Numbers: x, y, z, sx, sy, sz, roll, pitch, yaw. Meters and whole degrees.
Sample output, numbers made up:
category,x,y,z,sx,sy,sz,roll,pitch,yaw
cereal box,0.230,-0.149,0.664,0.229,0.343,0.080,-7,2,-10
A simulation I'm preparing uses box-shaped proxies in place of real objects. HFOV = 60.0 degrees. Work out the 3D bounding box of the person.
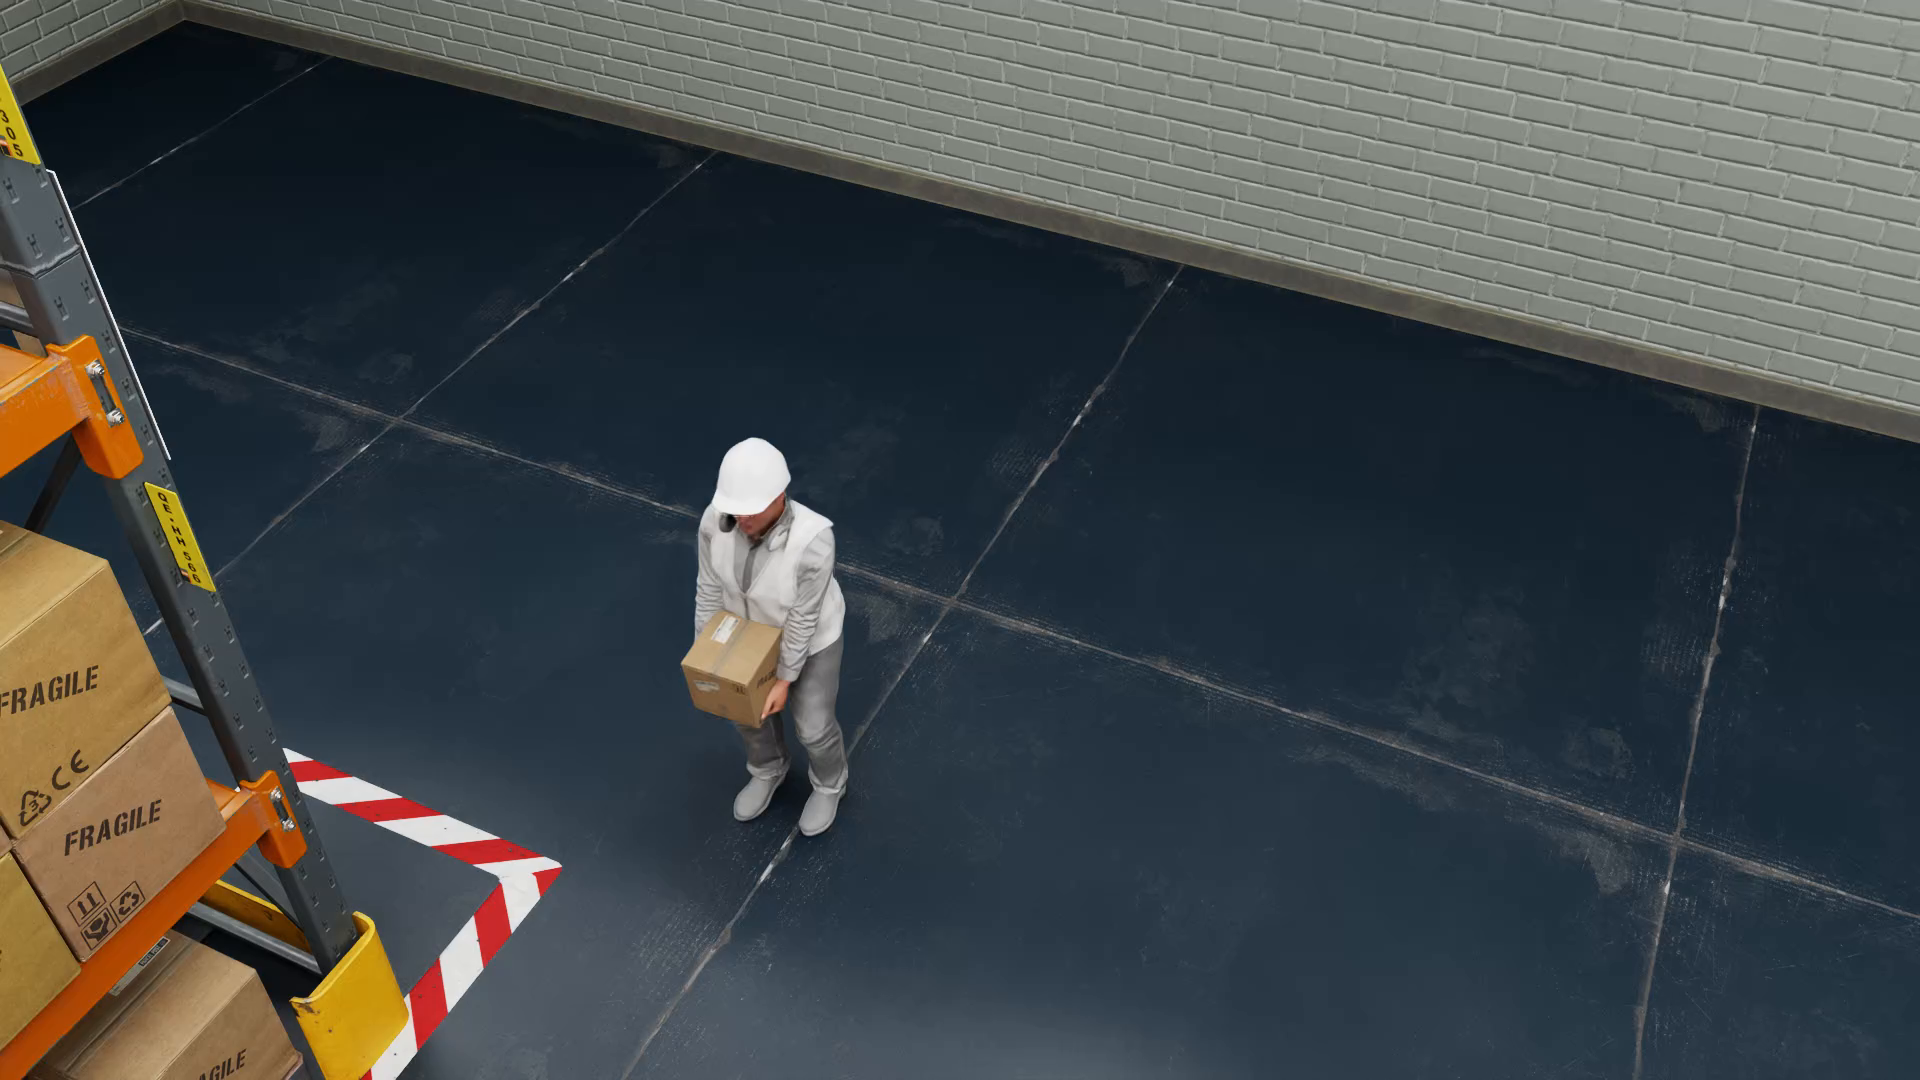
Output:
category,x,y,z,sx,sy,sz,roll,pitch,yaw
person,-0.646,0.361,5.747,0.489,1.763,0.571,17,44,18
